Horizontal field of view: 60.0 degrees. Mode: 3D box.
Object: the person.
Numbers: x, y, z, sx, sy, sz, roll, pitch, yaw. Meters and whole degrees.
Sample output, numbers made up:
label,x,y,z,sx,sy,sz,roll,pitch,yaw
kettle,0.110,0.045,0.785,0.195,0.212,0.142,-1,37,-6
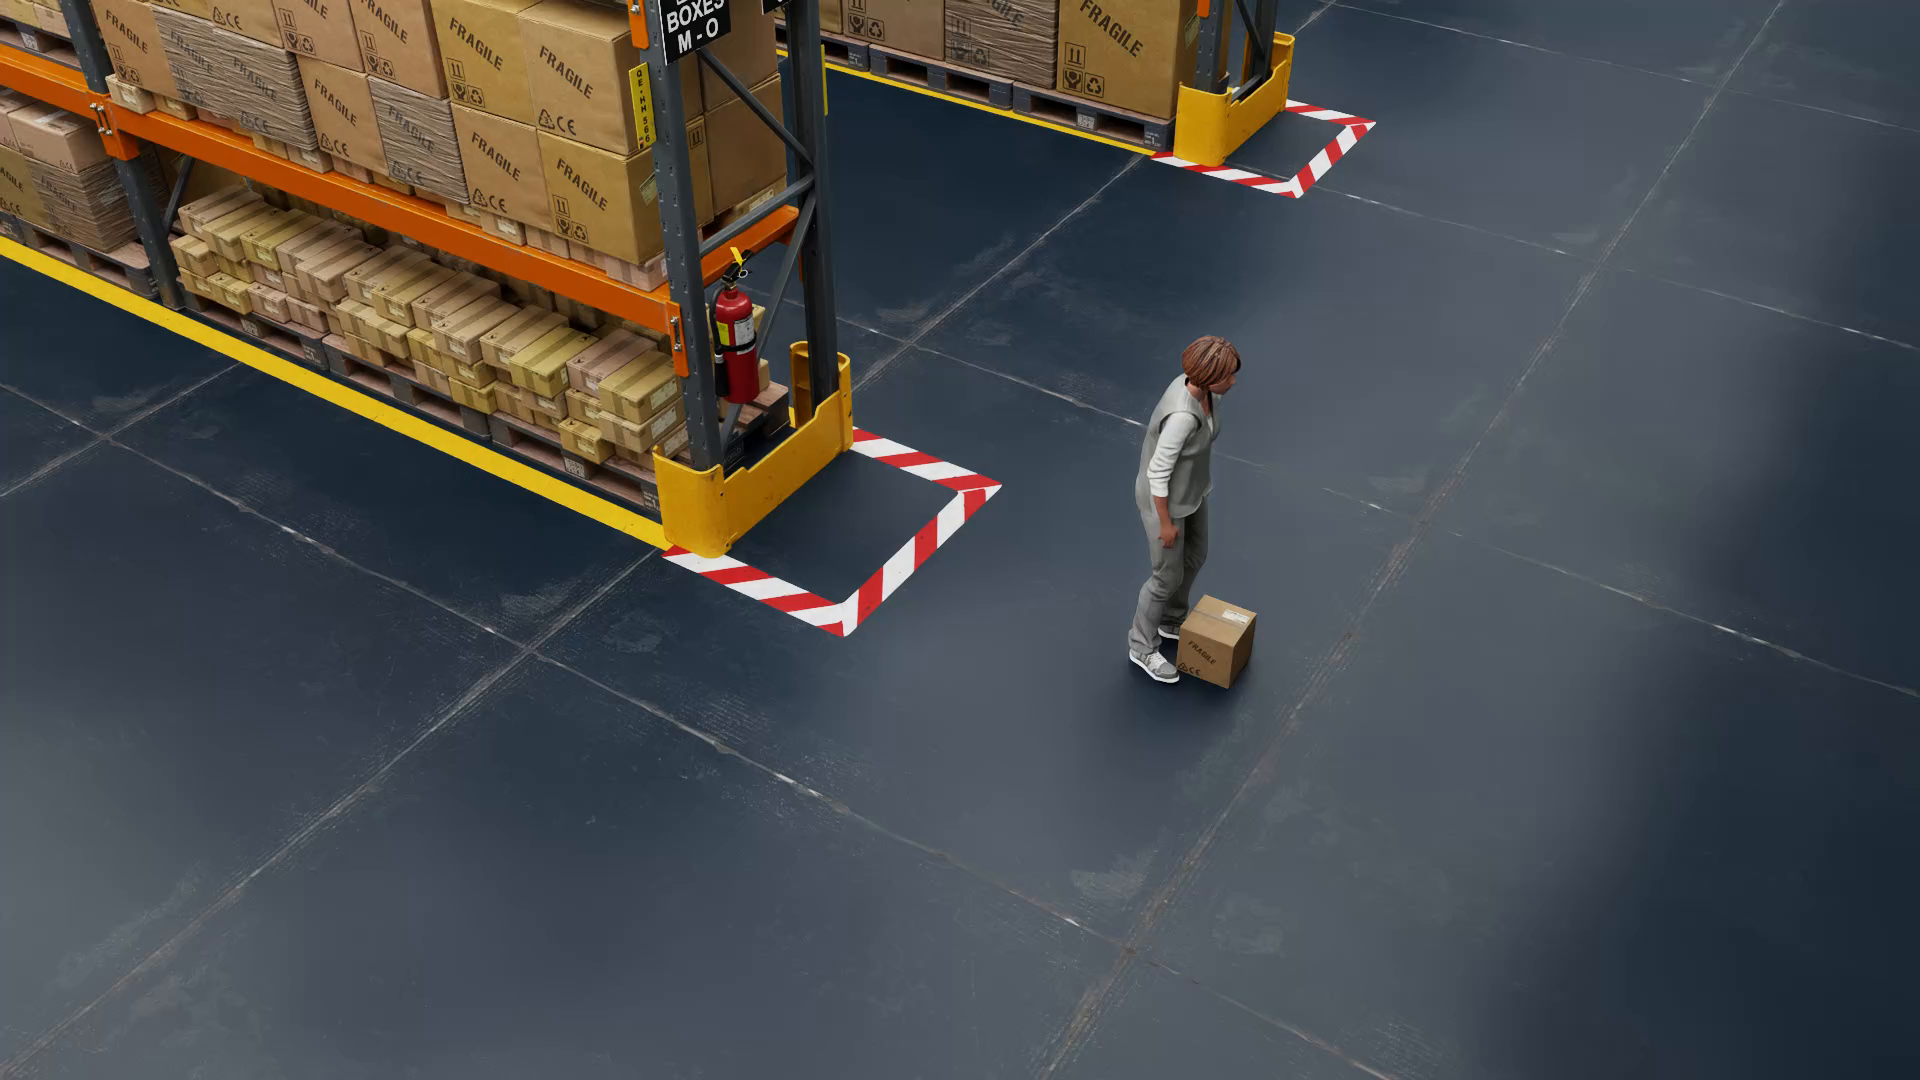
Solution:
label,x,y,z,sx,sy,sz,roll,pitch,yaw
person,0.920,-0.153,6.878,0.378,1.592,0.480,19,43,22
